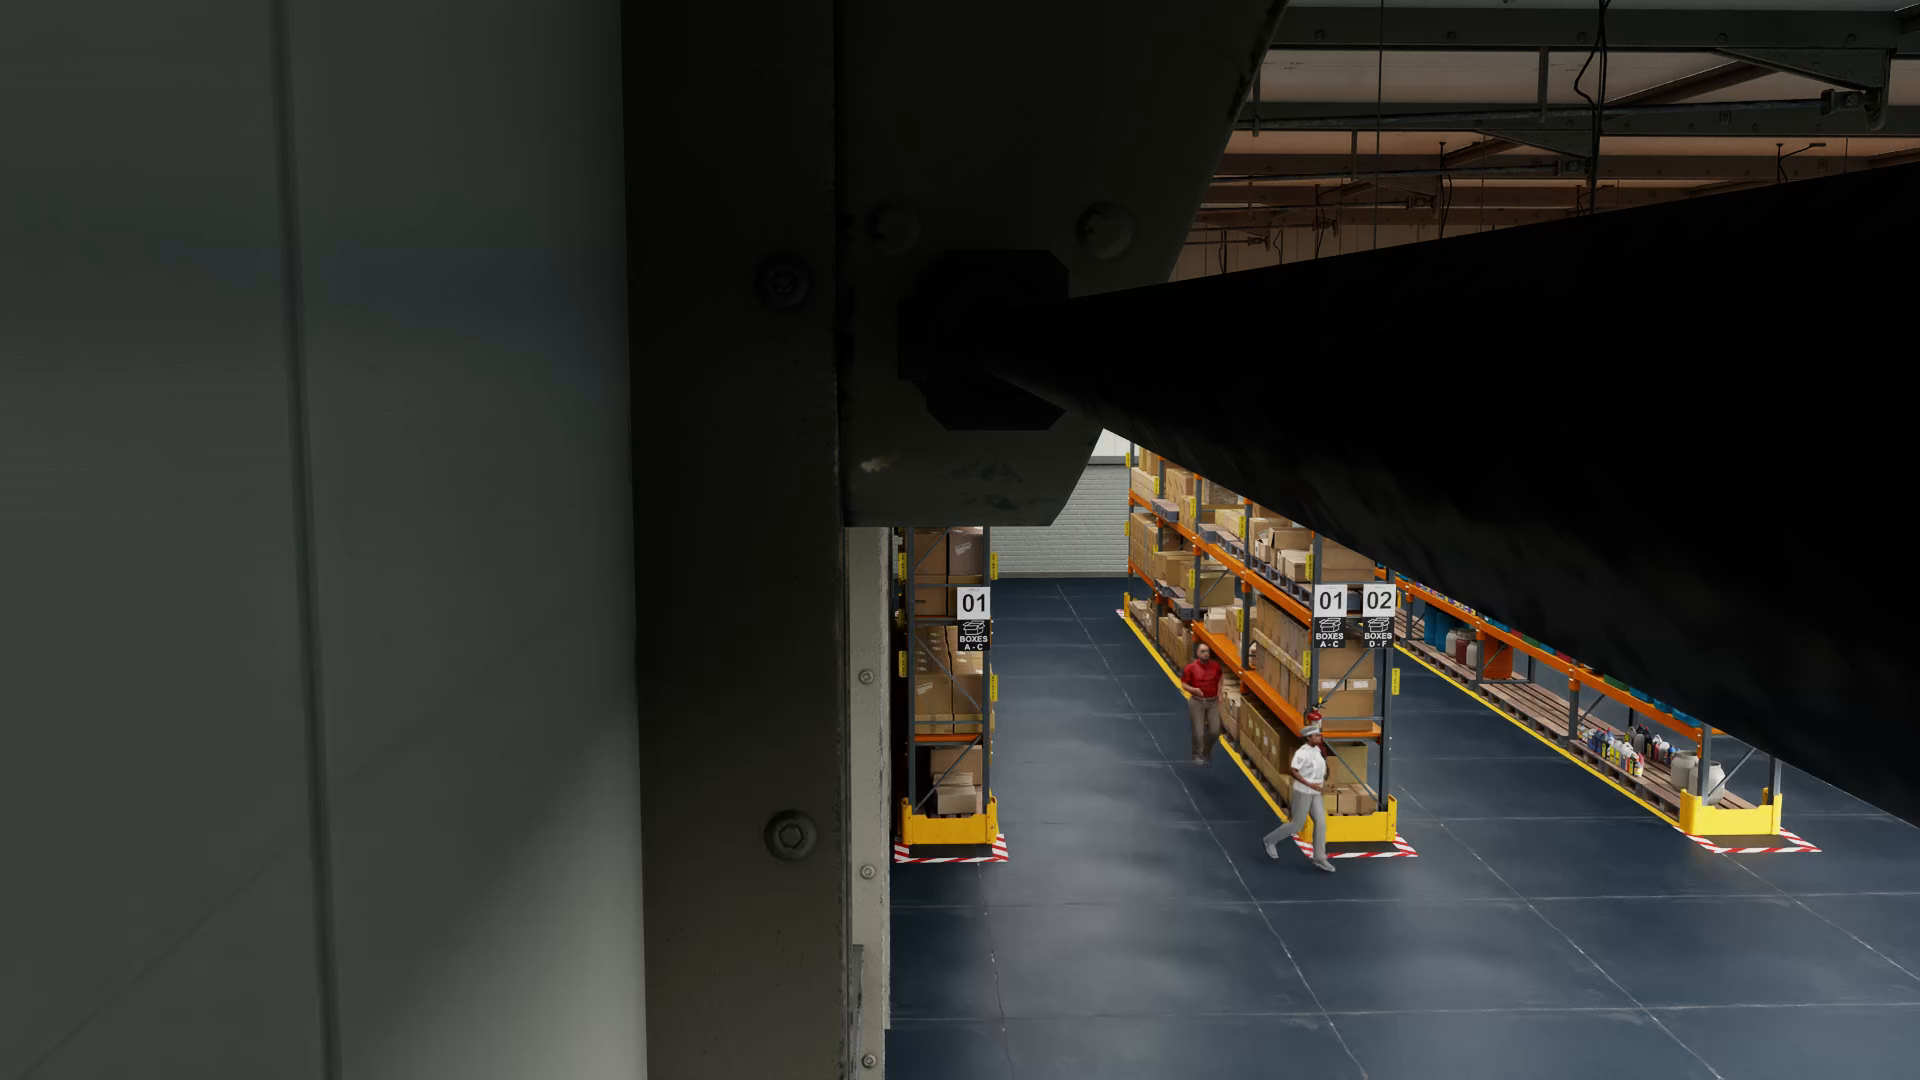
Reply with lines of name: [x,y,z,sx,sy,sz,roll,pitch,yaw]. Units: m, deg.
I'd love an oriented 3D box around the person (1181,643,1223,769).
person: [3.380,2.316,22.869,0.648,1.772,0.613,-1,7,-10]

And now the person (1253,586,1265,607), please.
person: [6.234,1.019,34.761,0.716,1.744,0.790,-2,7,-12]

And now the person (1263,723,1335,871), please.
person: [4.121,2.987,19.635,0.922,1.660,0.655,7,10,43]
